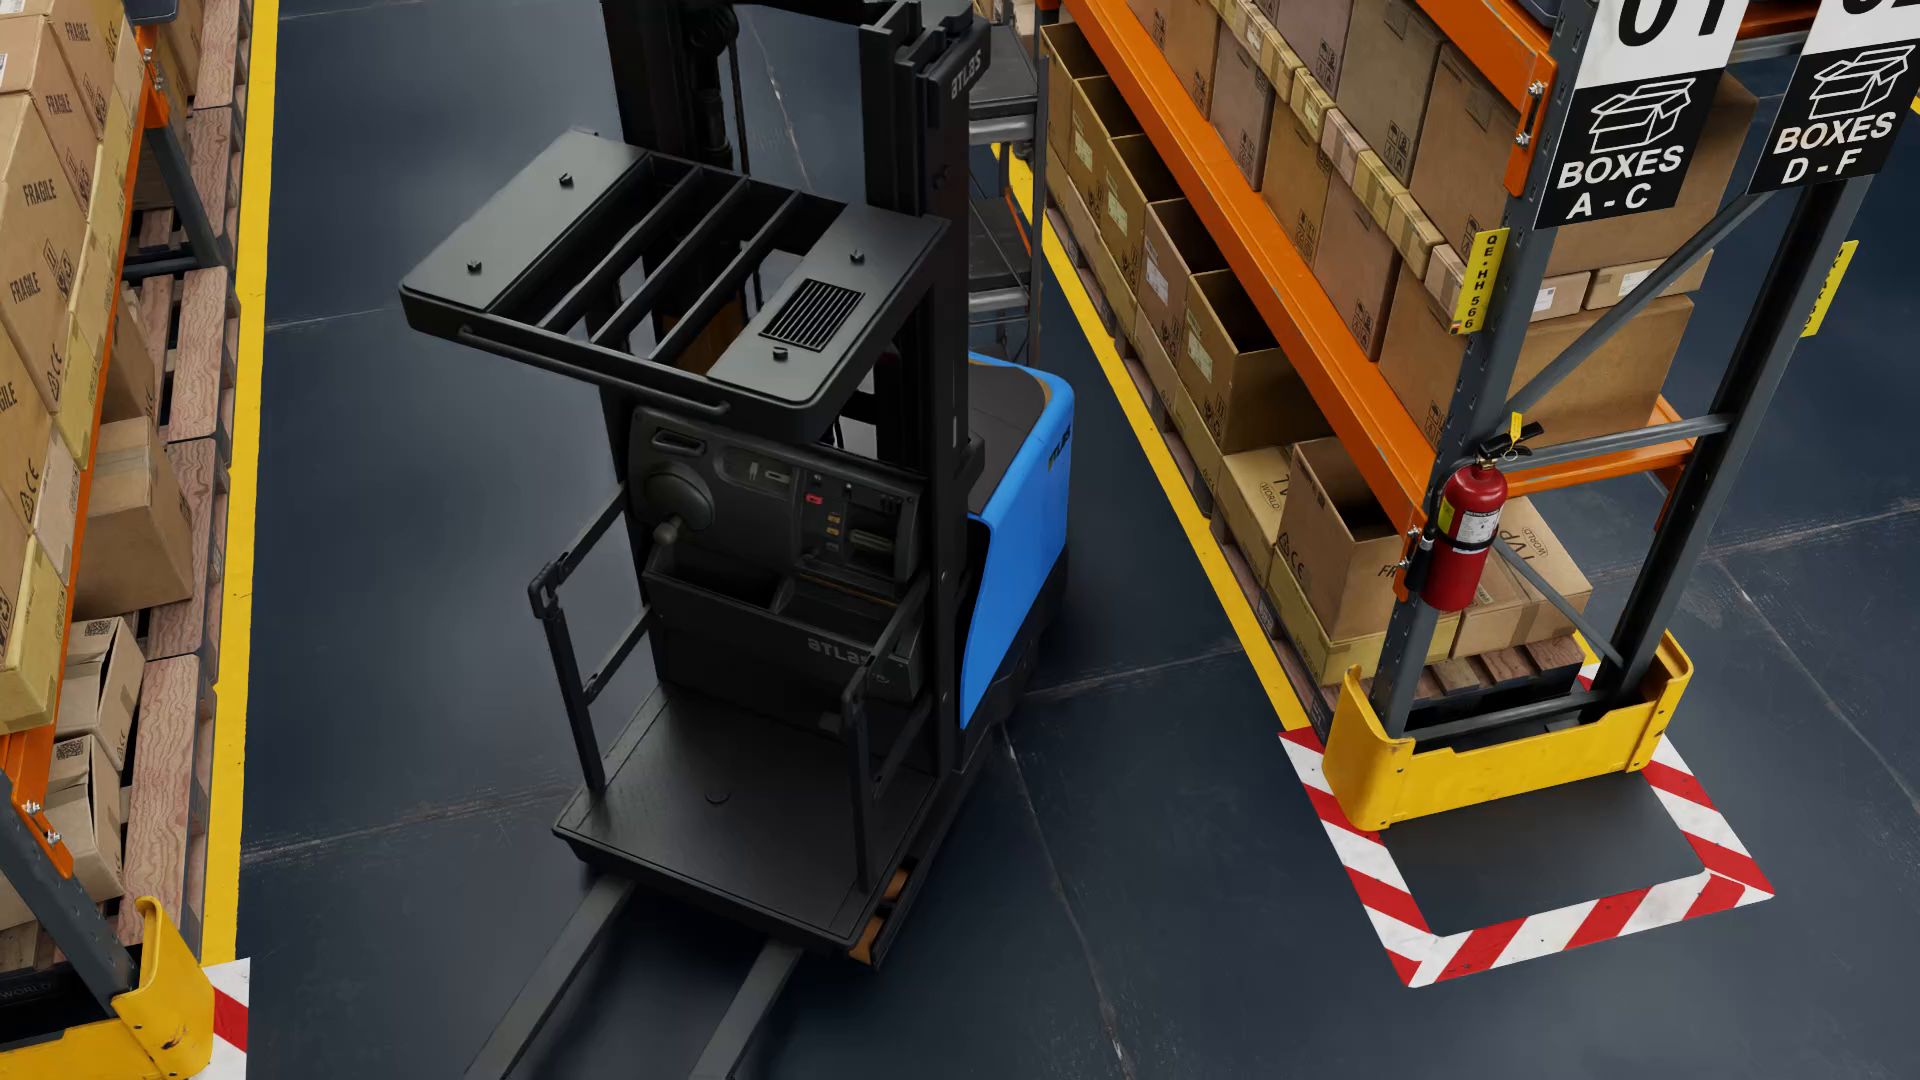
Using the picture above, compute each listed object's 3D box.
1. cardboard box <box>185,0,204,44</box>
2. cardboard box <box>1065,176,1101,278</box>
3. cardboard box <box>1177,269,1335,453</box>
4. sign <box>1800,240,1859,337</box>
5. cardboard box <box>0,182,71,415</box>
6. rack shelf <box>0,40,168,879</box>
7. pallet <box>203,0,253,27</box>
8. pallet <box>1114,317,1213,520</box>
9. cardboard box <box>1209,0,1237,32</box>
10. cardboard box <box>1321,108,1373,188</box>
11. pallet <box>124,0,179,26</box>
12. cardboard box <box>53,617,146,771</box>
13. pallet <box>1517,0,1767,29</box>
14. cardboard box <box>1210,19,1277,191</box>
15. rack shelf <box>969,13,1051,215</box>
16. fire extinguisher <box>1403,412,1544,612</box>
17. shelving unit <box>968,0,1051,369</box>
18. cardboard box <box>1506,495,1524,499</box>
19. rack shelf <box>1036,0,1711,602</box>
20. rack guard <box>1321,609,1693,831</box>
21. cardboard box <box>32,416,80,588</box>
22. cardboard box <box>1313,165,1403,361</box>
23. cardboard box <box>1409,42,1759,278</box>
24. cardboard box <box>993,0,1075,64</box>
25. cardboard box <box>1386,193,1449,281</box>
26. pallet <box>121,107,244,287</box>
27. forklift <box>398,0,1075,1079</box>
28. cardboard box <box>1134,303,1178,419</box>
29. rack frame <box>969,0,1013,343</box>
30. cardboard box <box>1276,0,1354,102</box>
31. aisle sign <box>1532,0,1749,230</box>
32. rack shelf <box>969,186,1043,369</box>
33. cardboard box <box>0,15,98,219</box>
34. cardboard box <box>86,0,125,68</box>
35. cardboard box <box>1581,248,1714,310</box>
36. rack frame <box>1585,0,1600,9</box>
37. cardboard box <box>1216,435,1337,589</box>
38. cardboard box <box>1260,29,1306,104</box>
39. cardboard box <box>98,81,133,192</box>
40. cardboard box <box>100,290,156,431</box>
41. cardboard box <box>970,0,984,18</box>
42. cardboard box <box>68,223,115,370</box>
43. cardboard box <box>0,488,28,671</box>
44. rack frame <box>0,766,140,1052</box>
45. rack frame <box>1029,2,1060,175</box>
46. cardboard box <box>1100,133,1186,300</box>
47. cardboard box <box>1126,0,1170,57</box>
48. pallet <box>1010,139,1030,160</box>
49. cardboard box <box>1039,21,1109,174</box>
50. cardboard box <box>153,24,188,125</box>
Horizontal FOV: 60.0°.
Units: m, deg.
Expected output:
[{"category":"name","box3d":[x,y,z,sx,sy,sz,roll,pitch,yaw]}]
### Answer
[{"category":"cardboard box","box3d":[-4.545,-2.963,8.996,0.700,0.500,0.500,-11,47,-11]},{"category":"cardboard box","box3d":[0.807,-1.496,7.747,0.500,0.250,0.500,-11,47,-10]},{"category":"cardboard box","box3d":[1.187,-0.722,6.464,0.500,0.500,0.500,-11,47,-10]},{"category":"sign","box3d":[2.420,-0.700,4.674,0.100,0.325,0.005,-11,47,-10]},{"category":"cardboard box","box3d":[-2.980,-0.666,4.868,0.500,0.500,0.500,-12,47,-12]},{"category":"rack shelf","box3d":[-3.418,-0.492,5.636,1.077,0.370,4.000,-11,47,-10]},{"category":"pallet","box3d":[-4.755,-3.371,9.906,1.003,0.211,1.213,-11,47,-10]},{"category":"pallet","box3d":[1.337,-0.657,7.246,1.003,0.211,1.213,-11,47,-10]},{"category":"cardboard box","box3d":[1.140,-2.006,6.091,0.380,0.149,0.250,-11,47,-11]},{"category":"cardboard box","box3d":[1.404,-1.294,5.393,0.380,0.149,0.250,-10,46,-10]},{"category":"pallet","box3d":[-3.985,-2.612,7.344,1.003,0.211,1.213,-11,47,-10]},{"category":"cardboard box","box3d":[-3.142,0.536,5.699,0.500,0.311,0.500,-7,46,-7]},{"category":"pallet","box3d":[1.726,-1.784,4.359,1.003,0.211,1.213,-11,47,-10]},{"category":"cardboard box","box3d":[1.376,-1.700,6.245,0.700,0.500,0.500,-9,46,-9]},{"category":"rack shelf","box3d":[0.038,-1.437,5.727,0.431,0.518,0.480,-9,46,-9]},{"category":"fire extinguisher","box3d":[1.463,-0.078,4.780,0.296,0.674,0.183,-11,47,-10]},{"category":"shelving unit","box3d":[0.038,-0.957,6.217,0.431,2.100,0.503,-9,46,-9]},{"category":"cardboard box","box3d":[1.828,-0.212,6.488,0.500,0.250,0.500,-11,47,-10]},{"category":"rack shelf","box3d":[1.370,-1.401,6.526,1.077,0.370,4.000,-11,47,-10]},{"category":"rack guard","box3d":[1.888,0.620,5.793,1.175,0.500,0.348,-11,47,-10]},{"category":"cardboard box","box3d":[-2.870,-0.069,4.808,0.500,0.250,0.500,-12,47,-12]},{"category":"cardboard box","box3d":[1.636,-0.993,5.553,0.700,0.500,0.500,-10,46,-9]},{"category":"cardboard box","box3d":[1.761,-1.122,4.771,0.700,0.500,0.500,-11,47,-10]},{"category":"cardboard box","box3d":[0.477,-2.641,8.477,0.500,0.311,0.500,-11,47,-10]},{"category":"cardboard box","box3d":[1.532,-0.943,5.050,0.380,0.149,0.250,-10,46,-9]},{"category":"pallet","box3d":[-4.130,-1.686,8.255,1.003,0.211,1.213,-11,47,-10]},{"category":"forklift","box3d":[-0.636,-0.008,4.705,1.130,2.935,3.031,17,48,16]},{"category":"cardboard box","box3d":[1.064,-0.806,7.071,0.500,0.250,0.500,-11,47,-10]},{"category":"rack frame","box3d":[-0.014,-1.127,6.384,0.400,2.100,0.015,-9,46,-9]},{"category":"cardboard box","box3d":[1.492,-1.832,5.467,0.700,0.500,0.500,-11,47,-10]},{"category":"aisle sign","box3d":[1.615,-1.083,3.890,0.394,0.787,0.004,-11,47,-10]},{"category":"rack shelf","box3d":[0.038,-0.947,6.227,0.431,0.518,0.480,-9,46,-9]},{"category":"cardboard box","box3d":[-3.258,-1.379,5.567,0.500,0.500,0.500,-12,47,-11]},{"category":"cardboard box","box3d":[-3.510,-2.072,6.246,0.500,0.500,0.500,-11,47,-10]},{"category":"cardboard box","box3d":[1.990,-0.844,4.953,0.380,0.149,0.250,-11,47,-11]},{"category":"rack frame","box3d":[1.882,-2.371,2.773,1.000,3.000,0.127,-11,47,-10]},{"category":"cardboard box","box3d":[1.320,-0.115,6.394,0.500,0.250,0.500,-11,47,-10]},{"category":"cardboard box","box3d":[1.267,-1.656,5.749,0.380,0.149,0.250,-10,46,-9]},{"category":"cardboard box","box3d":[-3.396,-1.462,6.174,0.500,0.250,0.500,-11,47,-10]},{"category":"cardboard box","box3d":[-3.625,-0.695,6.773,0.500,0.500,0.500,-14,47,-13]},{"category":"cardboard box","box3d":[0.344,-2.801,9.026,0.500,0.250,0.500,-11,47,-11]},{"category":"cardboard box","box3d":[-3.122,-0.771,5.496,0.500,0.250,0.500,-10,46,-10]},{"category":"cardboard box","box3d":[-2.737,0.035,4.181,0.500,0.500,0.500,-11,47,-10]},{"category":"rack frame","box3d":[-2.906,0.637,4.026,1.000,3.000,0.127,-11,47,-10]},{"category":"rack frame","box3d":[0.858,-3.033,7.622,1.000,3.000,0.127,-11,47,-10]},{"category":"cardboard box","box3d":[0.930,-1.413,7.140,0.500,0.500,0.500,-11,47,-10]},{"category":"cardboard box","box3d":[1.119,-2.400,6.932,0.700,0.500,0.500,-11,47,-11]},{"category":"pallet","box3d":[0.632,-2.559,9.110,1.003,0.211,1.213,-11,47,-10]},{"category":"cardboard box","box3d":[0.674,-2.103,7.817,0.500,0.500,0.500,-11,47,-10]},{"category":"cardboard box","box3d":[-4.315,-2.257,8.304,0.700,0.500,0.500,-12,47,-11]}]
